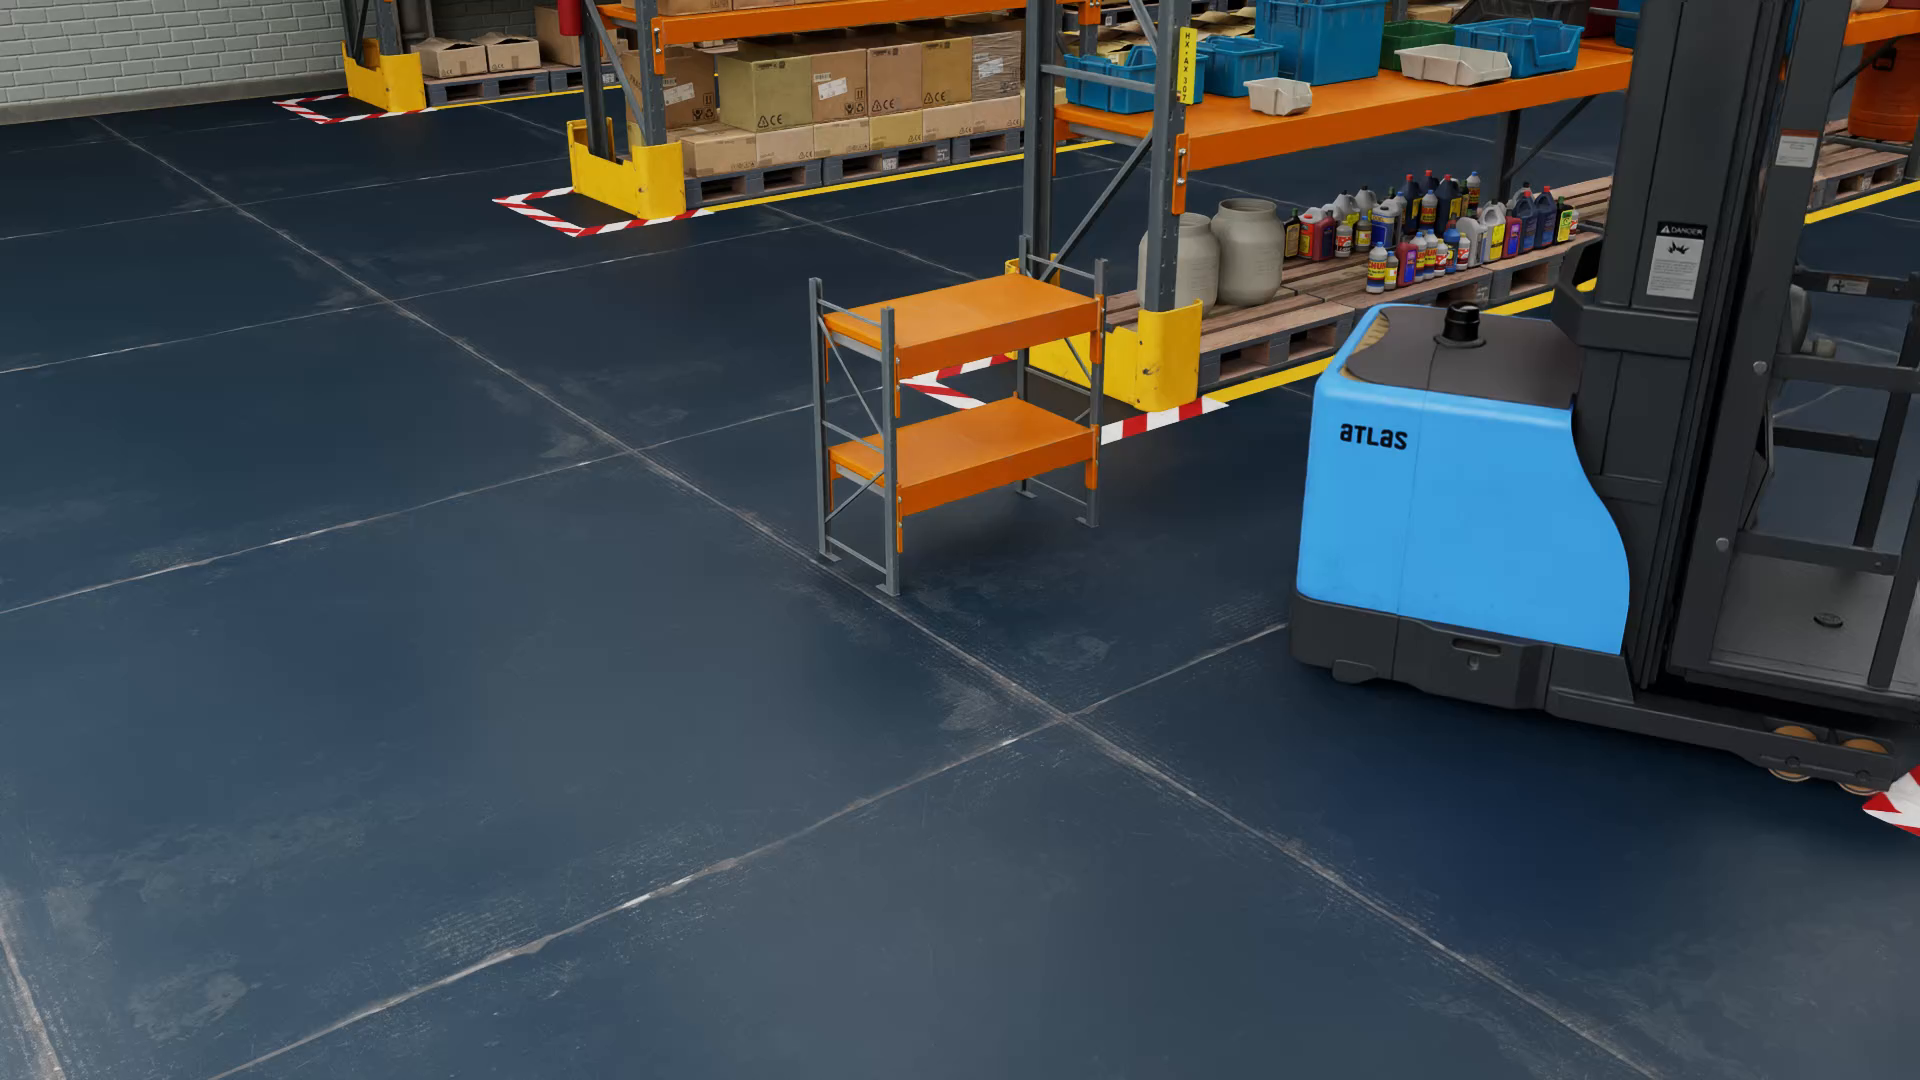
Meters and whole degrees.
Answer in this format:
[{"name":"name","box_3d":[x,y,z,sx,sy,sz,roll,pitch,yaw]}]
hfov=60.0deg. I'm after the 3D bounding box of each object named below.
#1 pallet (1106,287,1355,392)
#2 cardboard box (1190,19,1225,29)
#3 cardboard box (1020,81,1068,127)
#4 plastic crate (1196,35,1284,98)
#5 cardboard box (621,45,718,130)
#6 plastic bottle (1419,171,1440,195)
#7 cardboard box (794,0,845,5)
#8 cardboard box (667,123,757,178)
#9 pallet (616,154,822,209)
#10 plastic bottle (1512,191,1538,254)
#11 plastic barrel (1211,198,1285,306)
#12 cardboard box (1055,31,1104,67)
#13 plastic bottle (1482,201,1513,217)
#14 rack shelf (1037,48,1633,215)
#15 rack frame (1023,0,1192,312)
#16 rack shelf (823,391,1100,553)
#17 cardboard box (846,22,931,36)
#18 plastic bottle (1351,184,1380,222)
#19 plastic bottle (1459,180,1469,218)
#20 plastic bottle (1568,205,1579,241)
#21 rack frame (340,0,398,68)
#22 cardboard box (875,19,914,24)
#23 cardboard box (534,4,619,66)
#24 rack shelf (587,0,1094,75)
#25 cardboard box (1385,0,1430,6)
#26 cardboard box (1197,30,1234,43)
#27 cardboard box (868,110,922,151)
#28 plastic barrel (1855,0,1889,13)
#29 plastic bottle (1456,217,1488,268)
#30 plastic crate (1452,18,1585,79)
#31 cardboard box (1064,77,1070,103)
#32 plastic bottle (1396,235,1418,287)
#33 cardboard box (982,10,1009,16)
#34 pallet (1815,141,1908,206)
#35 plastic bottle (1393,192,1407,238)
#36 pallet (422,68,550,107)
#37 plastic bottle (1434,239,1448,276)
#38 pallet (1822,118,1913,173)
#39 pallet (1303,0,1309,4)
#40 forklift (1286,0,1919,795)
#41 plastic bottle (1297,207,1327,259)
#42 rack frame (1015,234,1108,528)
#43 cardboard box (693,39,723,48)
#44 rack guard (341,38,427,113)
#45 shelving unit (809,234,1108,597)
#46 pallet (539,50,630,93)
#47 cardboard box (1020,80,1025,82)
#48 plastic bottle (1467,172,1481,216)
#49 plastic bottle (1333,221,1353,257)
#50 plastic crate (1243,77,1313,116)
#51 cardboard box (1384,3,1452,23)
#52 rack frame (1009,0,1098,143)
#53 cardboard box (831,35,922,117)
[{"name":"pallet","box_3d":[1.349,-1.153,8.983,1.213,0.211,1.003,-18,31,-34]},{"name":"cardboard box","box_3d":[2.108,-4.647,15.301,0.500,0.311,0.500,-19,31,-35]},{"name":"cardboard box","box_3d":[0.539,-3.604,13.720,0.500,0.250,0.500,-18,31,-34]},{"name":"plastic crate","box_3d":[1.399,-2.501,8.753,0.408,0.251,0.499,-18,31,-34]},{"name":"cardboard box","box_3d":[-2.140,-3.336,12.252,0.500,0.500,0.500,-18,31,-34]},{"name":"plastic bottle","box_3d":[2.932,-2.138,10.417,0.185,0.351,0.144,-17,30,-33]},{"name":"cardboard box","box_3d":[-1.199,-4.242,12.209,0.500,0.500,0.700,-18,30,-34]},{"name":"cardboard box","box_3d":[-1.819,-2.824,12.038,0.500,0.250,0.500,-18,31,-34]},{"name":"pallet","box_3d":[-1.802,-2.762,12.451,1.213,0.211,1.003,-18,31,-34]},{"name":"plastic bottle","box_3d":[3.343,-1.897,9.899,0.185,0.351,0.144,-20,32,-37]},{"name":"plastic barrel","box_3d":[1.540,-1.561,9.008,0.421,0.512,0.421,0,25,0]},{"name":"cardboard box","box_3d":[0.911,-4.252,14.449,0.500,0.311,0.500,-18,31,-34]},{"name":"plastic bottle","box_3d":[3.232,-1.906,10.006,0.135,0.276,0.152,-18,31,-34]},{"name":"rack shelf","box_3d":[2.249,-2.366,9.140,4.000,0.370,1.077,-18,31,-34]},{"name":"rack frame","box_3d":[0.675,-2.173,7.869,0.127,3.000,1.000,-18,31,-34]},{"name":"rack shelf","box_3d":[0.005,-0.290,6.620,1.000,0.278,0.538,-18,31,-34]},{"name":"cardboard box","box_3d":[-0.576,-3.861,13.382,0.500,0.500,0.500,-18,31,-34]},{"name":"plastic bottle","box_3d":[2.449,-1.978,10.073,0.185,0.351,0.144,-19,31,-34]},{"name":"plastic bottle","box_3d":[3.130,-2.114,10.445,0.133,0.283,0.061,-18,31,-34]},{"name":"plastic bottle","box_3d":[3.730,-1.945,10.179,0.097,0.201,0.097,0,25,0]},{"name":"rack frame","box_3d":[-5.438,-5.455,14.940,0.127,3.000,1.000,-18,31,-34]},{"name":"cardboard box","box_3d":[-0.919,-6.026,18.618,0.500,0.500,0.700,-18,30,-33]},{"name":"cardboard box","box_3d":[-3.781,-4.993,16.391,0.500,0.500,0.700,-21,32,-37]},{"name":"rack shelf","box_3d":[-0.805,-4.008,12.677,4.000,0.370,1.077,-18,31,-34]},{"name":"cardboard box","box_3d":[4.508,-5.279,17.009,0.500,0.500,0.500,-17,30,-32]},{"name":"cardboard box","box_3d":[2.052,-4.339,14.638,0.500,0.311,0.500,-19,31,-36]},{"name":"cardboard box","box_3d":[-0.638,-3.213,12.877,0.500,0.250,0.500,-18,31,-34]},{"name":"plastic barrel","box_3d":[6.293,-3.964,11.595,0.421,0.512,0.421,0,25,0]},{"name":"plastic bottle","box_3d":[2.958,-1.739,9.646,0.135,0.276,0.152,-18,30,-33]},{"name":"plastic crate","box_3d":[3.119,-2.767,9.326,0.616,0.251,0.499,-18,31,-34]},{"name":"cardboard box","box_3d":[1.240,-3.820,14.185,0.500,0.250,0.500,-19,31,-35]},{"name":"plastic bottle","box_3d":[2.484,-1.561,9.254,0.133,0.283,0.061,-18,30,-33]},{"name":"cardboard box","box_3d":[0.323,-6.394,19.411,0.500,0.500,0.700,-18,30,-33]},{"name":"pallet","box_3d":[6.337,-2.798,12.528,1.213,0.211,1.003,-18,31,-34]},{"name":"plastic bottle","box_3d":[2.690,-2.002,10.219,0.097,0.271,0.097,0,25,0]},{"name":"pallet","box_3d":[-4.717,-4.409,15.999,1.213,0.211,1.003,-18,31,-34]},{"name":"plastic bottle","box_3d":[2.721,-1.612,9.461,0.097,0.201,0.097,0,25,0]},{"name":"pallet","box_3d":[7.565,-3.205,13.405,1.213,0.211,1.003,-18,31,-34]},{"name":"pallet","box_3d":[4.652,-7.479,22.614,1.213,0.211,1.003,-18,31,-34]},{"name":"forklift","box_3d":[2.694,-0.806,5.005,3.031,2.935,1.130,10,27,21]},{"name":"plastic bottle","box_3d":[2.065,-1.816,9.812,0.135,0.276,0.152,-18,30,-34]},{"name":"rack frame","box_3d":[0.405,-0.644,6.802,0.032,1.125,0.500,-18,31,-34]},{"name":"cardboard box","box_3d":[-2.693,-5.259,17.362,0.380,0.166,0.250,22,33,39]},{"name":"rack guard","box_3d":[-5.378,-4.341,15.509,0.348,0.500,1.175,-18,31,-34]},{"name":"shelving unit","box_3d":[0.005,-0.512,6.517,1.048,1.125,0.538,-18,31,-34]},{"name":"pallet","box_3d":[-3.758,-4.724,16.678,1.213,0.211,1.003,-18,31,-34]},{"name":"cardboard box","box_3d":[0.217,-3.777,14.093,0.500,0.250,0.500,-18,31,-34]},{"name":"plastic bottle","box_3d":[3.302,-2.236,10.724,0.097,0.271,0.097,0,25,0]},{"name":"plastic bottle","box_3d":[2.266,-1.781,9.827,0.097,0.201,0.097,0,25,0]},{"name":"plastic crate","box_3d":[1.578,-2.179,8.195,0.250,0.136,0.298,-18,31,-34]},{"name":"cardboard box","box_3d":[4.451,-4.982,16.369,0.500,0.500,0.500,-17,30,-32]},{"name":"rack frame","box_3d":[0.769,-4.854,13.645,0.127,3.000,1.000,-18,31,-34]},{"name":"cardboard box","box_3d":[-0.637,-3.553,12.718,0.500,0.500,0.500,-18,31,-34]}]
